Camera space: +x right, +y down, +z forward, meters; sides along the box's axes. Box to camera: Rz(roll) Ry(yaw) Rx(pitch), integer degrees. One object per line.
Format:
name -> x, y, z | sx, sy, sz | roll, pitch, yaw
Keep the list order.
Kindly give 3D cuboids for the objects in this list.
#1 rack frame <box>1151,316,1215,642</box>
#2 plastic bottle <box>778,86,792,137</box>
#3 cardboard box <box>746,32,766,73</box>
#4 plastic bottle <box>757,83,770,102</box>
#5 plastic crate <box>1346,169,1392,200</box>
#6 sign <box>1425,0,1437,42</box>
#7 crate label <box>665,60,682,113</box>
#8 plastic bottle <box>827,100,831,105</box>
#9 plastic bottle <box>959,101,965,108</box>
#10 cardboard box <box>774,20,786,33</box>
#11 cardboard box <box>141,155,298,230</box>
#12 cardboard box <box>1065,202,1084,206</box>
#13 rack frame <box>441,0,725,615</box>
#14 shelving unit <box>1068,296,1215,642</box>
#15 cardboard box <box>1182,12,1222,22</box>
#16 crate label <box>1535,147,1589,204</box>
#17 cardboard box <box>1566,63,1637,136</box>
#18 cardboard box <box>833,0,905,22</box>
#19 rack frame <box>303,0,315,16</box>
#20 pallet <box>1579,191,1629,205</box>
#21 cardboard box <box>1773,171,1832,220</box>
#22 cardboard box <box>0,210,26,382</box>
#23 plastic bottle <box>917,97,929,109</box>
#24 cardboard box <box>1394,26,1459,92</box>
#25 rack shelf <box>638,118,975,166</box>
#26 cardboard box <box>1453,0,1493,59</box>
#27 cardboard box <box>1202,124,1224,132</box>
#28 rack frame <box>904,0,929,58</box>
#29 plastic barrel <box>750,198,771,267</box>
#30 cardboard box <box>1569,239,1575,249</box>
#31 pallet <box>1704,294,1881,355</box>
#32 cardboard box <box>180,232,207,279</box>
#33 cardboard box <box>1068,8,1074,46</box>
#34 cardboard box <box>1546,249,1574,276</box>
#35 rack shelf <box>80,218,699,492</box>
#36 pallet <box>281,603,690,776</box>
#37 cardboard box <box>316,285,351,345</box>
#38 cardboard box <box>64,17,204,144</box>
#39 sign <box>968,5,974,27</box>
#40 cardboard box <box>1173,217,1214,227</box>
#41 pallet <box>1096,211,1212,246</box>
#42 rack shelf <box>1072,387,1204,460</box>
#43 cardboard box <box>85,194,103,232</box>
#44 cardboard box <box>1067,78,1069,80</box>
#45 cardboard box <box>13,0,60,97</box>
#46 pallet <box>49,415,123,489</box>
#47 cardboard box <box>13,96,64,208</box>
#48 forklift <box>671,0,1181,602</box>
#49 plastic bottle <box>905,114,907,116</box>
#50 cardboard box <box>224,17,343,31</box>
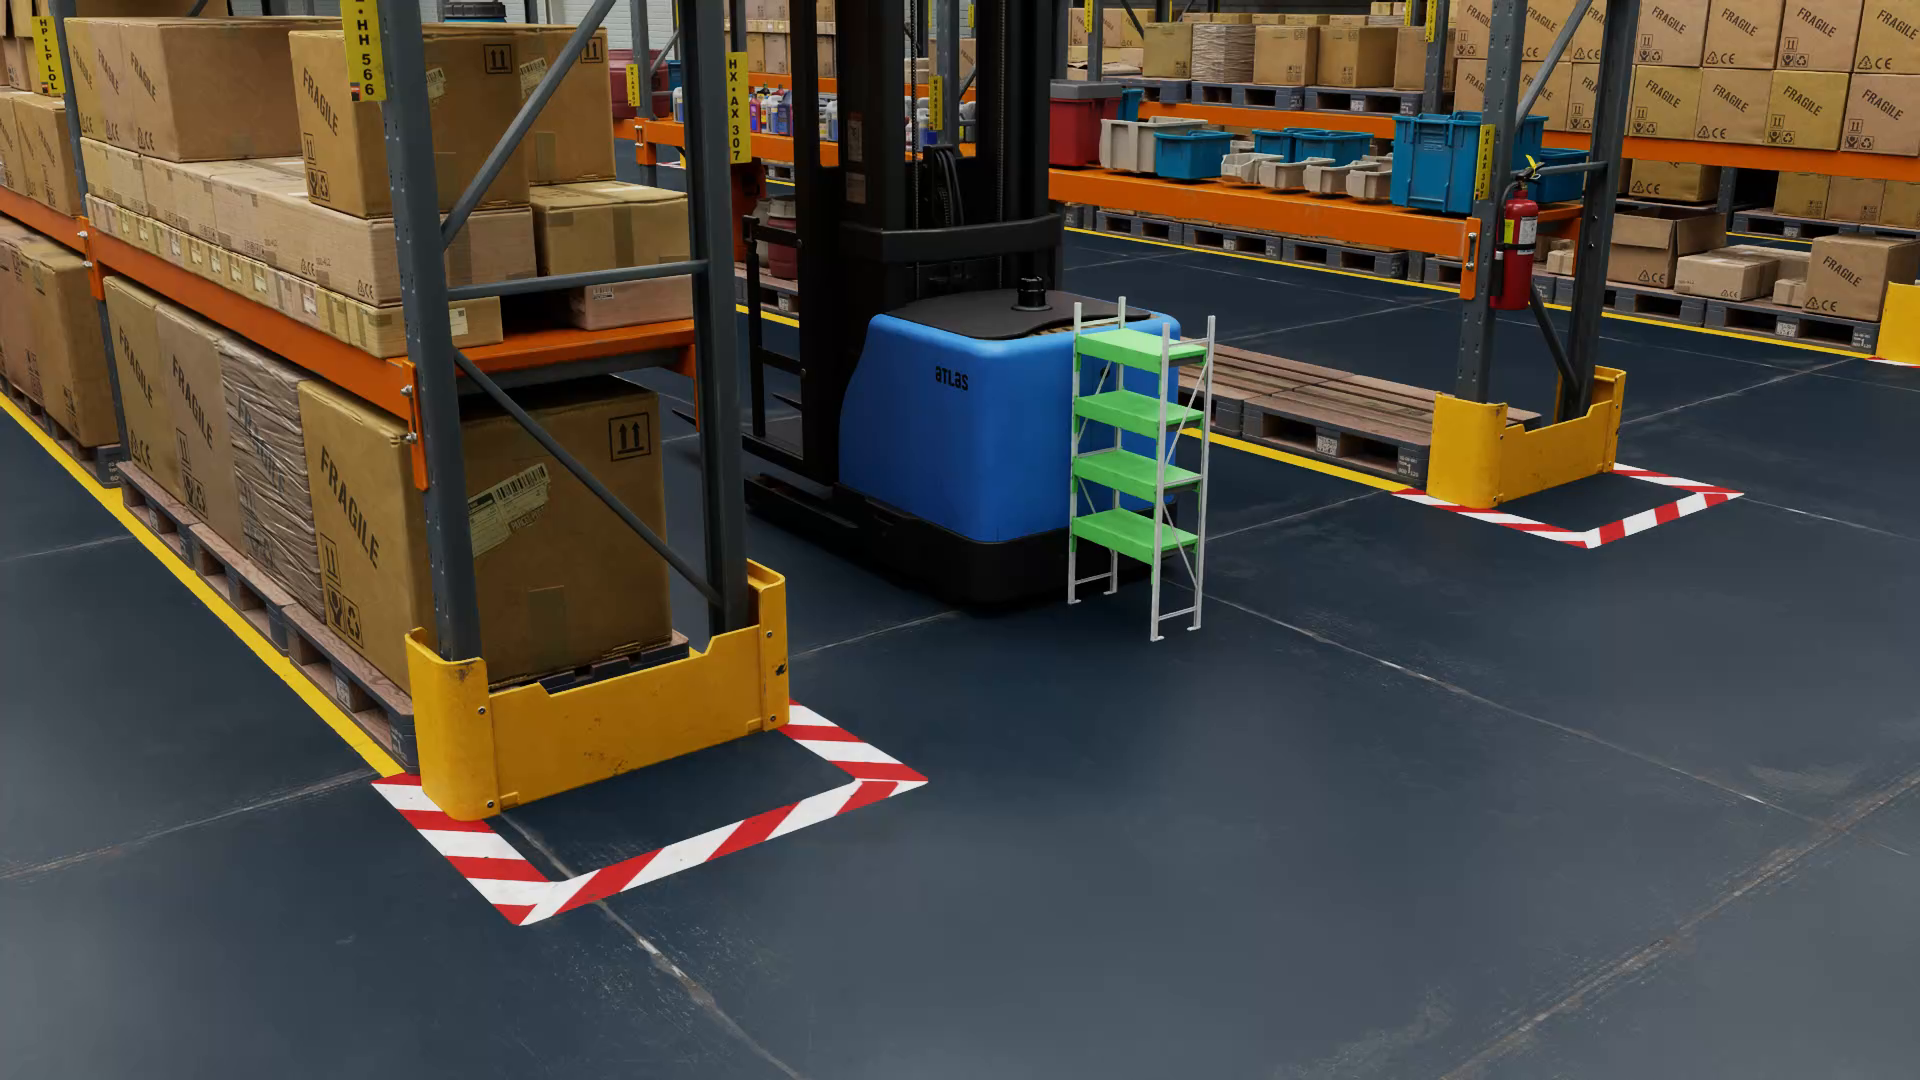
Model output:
rack frame -> 0.815, -0.213, 6.098 | 0.240, 1.200, 0.015 | -13, 22, -34
plastic bottle -> -1.233, -3.115, 12.078 | 0.144, 0.351, 0.185 | -14, 23, -36
cardboard box -> -2.373, -6.306, 21.474 | 0.700, 0.500, 0.500 | -14, 23, -36
plastic bottle -> -1.619, -3.619, 13.704 | 0.061, 0.283, 0.133 | -14, 23, -36
plastic crate -> 2.114, -1.788, 8.314 | 0.396, 0.136, 0.243 | -14, 23, -36
sign -> 3.731, -4.111, 13.164 | 0.100, 0.325, 0.005 | -14, 23, -36
crate label -> -2.610, -4.005, 14.629 | 0.502, 0.435, 0.616 | -14, 23, -36
plastic bottle -> -0.996, -3.323, 12.942 | 0.097, 0.201, 0.097 | 0, 18, 0
plastic bottle -> 0.012, -2.956, 11.723 | 0.097, 0.271, 0.097 | 0, 18, 0
cardboard box -> -2.095, -6.400, 20.729 | 0.380, 0.149, 0.250 | -13, 22, -34
cardboard box -> -2.887, -1.391, 6.557 | 0.500, 0.250, 0.500 | -13, 23, -35
cardboard box -> 1.162, -3.632, 17.266 | 0.500, 0.250, 0.500 | -13, 23, -35
rack frame -> -1.123, -0.752, 4.861 | 0.949, 2.616, 0.053 | -14, 23, -36
shelving unit -> 0.673, -0.276, 6.286 | 0.258, 1.200, 0.503 | -13, 22, -34
cardboard box -> 3.367, -6.734, 22.068 | 0.700, 0.500, 0.500 | -14, 23, -36
crate label -> 2.867, -1.793, 8.177 | 0.416, 0.233, 0.303 | -14, 23, -36
cardboard box -> 4.896, -3.290, 12.367 | 0.500, 0.500, 0.500 | -14, 23, -36
cardboard box -> -1.084, -6.413, 19.736 | 0.700, 0.500, 0.500 | -14, 23, -36
rack frame -> -7.172, -5.662, 19.689 | 1.000, 3.000, 0.127 | -14, 23, -36
pallet -> 6.745, -3.791, 18.475 | 1.003, 0.211, 1.213 | -14, 23, -36
cardboard box -> 8.429, -3.447, 16.308 | 0.700, 0.500, 0.500 | -14, 23, -35
cardboard box -> -5.128, -1.519, 9.890 | 1.225, 0.875, 0.875 | -14, 23, -36
plastic bottle -> -0.285, -3.062, 12.036 | 0.152, 0.276, 0.135 | -14, 23, -36
cardboard box -> 4.045, -4.078, 14.078 | 0.500, 0.500, 0.700 | 11, 21, 30
rack shelf -> -0.963, -2.856, 12.360 | 1.077, 0.370, 4.000 | -14, 23, -36
cardboard box -> 4.236, -4.022, 12.986 | 0.500, 0.500, 0.500 | -13, 22, -35
cardboard box -> 3.548, -5.454, 22.337 | 0.700, 0.500, 0.500 | -13, 22, -34
rack frame -> -0.803, -5.642, 19.629 | 1.000, 3.000, 0.127 | -14, 23, -36
plastic barrel -> -1.467, -2.470, 13.339 | 0.421, 0.512, 0.421 | 0, 18, 0
cardboard box -> 5.206, -2.333, 13.214 | 0.500, 0.311, 0.500 | -14, 23, -36
pallet -> 6.104, -1.576, 11.787 | 1.003, 0.211, 1.213 | -14, 23, -36
cardboard box -> -2.712, -1.097, 6.304 | 0.380, 0.149, 0.250 | -15, 23, -38
cardboard box -> 1.600, -7.336, 23.759 | 0.500, 0.500, 0.500 | -13, 22, -34
cardboard box -> 4.800, -2.178, 12.974 | 0.380, 0.166, 0.250 | -14, 23, -36
rack shelf -> -2.362, -0.904, 6.464 | 1.077, 0.370, 4.000 | -14, 23, -36
pallet -> -1.678, 0.390, 5.850 | 1.003, 0.211, 1.213 | -14, 23, -36
cardboard box -> -1.762, -0.720, 5.166 | 0.380, 0.149, 0.250 | -14, 23, -36
cardboard box -> -3.507, -1.996, 7.191 | 0.500, 0.500, 0.500 | -14, 23, -36
sign -> 0.169, -7.900, 25.072 | 0.100, 0.325, 0.005 | -14, 23, -36
cardboard box -> 2.376, -3.258, 15.706 | 0.500, 0.500, 0.500 | -14, 23, -37
pallet -> 2.114, -3.141, 16.513 | 1.003, 0.211, 1.213 | -14, 23, -36
rack shelf -> 0.673, -0.443, 6.230 | 0.258, 0.148, 0.480 | -13, 22, -34
cardboard box -> -3.681, -1.481, 7.463 | 0.380, 0.149, 0.250 | -14, 23, -36
cardboard box -> 0.905, -4.705, 17.198 | 0.380, 0.149, 0.250 | -14, 23, -36
cardboard box -> -4.424, -2.589, 8.654 | 0.797, 0.503, 0.637 | -14, 23, -36
pallet -> -4.142, -0.590, 8.808 | 1.003, 0.211, 1.213 | -14, 23, -36
cardboard box -> -4.410, -1.971, 8.383 | 0.500, 0.500, 0.500 | -13, 22, -34
forklift -> -0.368, -1.552, 7.385 | 1.130, 2.935, 3.031 | -13, 22, -34
plastic bottle -> -0.446, -2.770, 11.153 | 0.152, 0.276, 0.135 | -14, 23, -36
cardboard box -> -2.801, -1.979, 7.139 | 0.500, 0.500, 0.500 | -14, 23, -36
